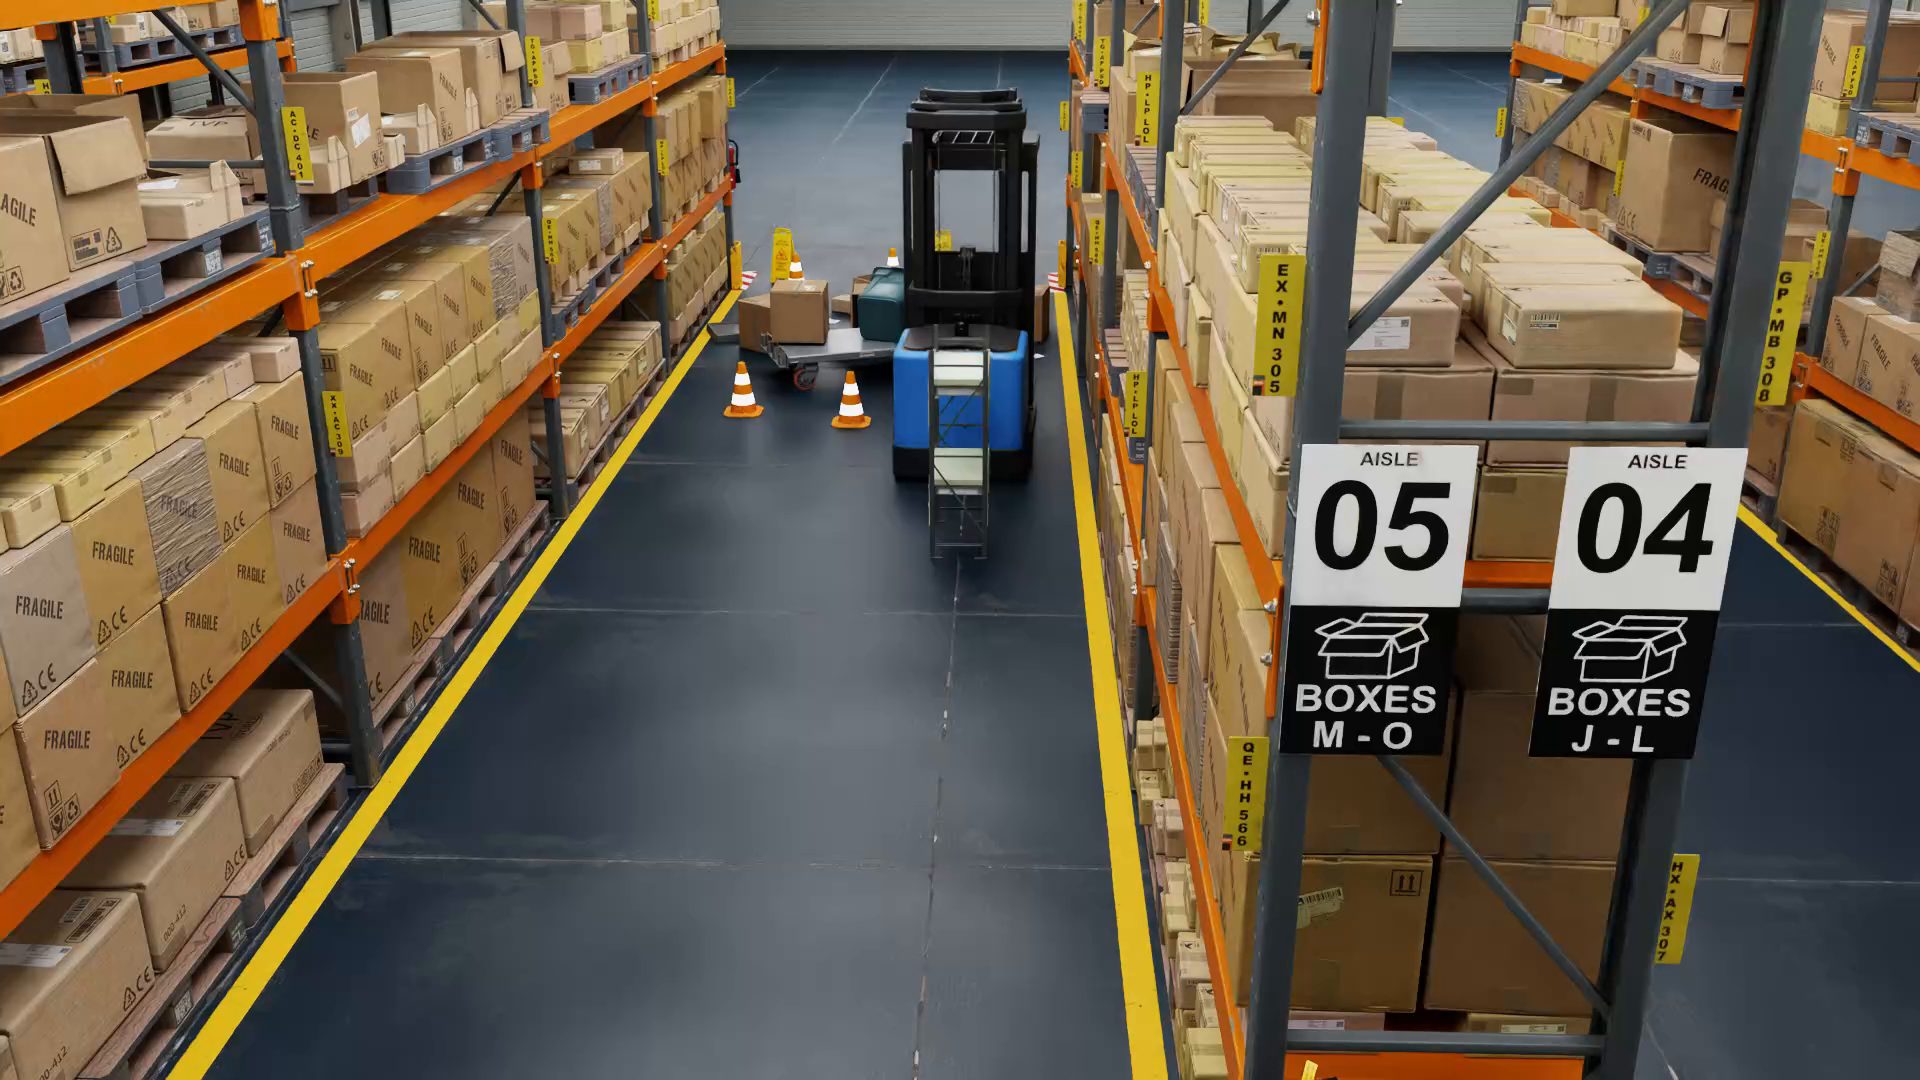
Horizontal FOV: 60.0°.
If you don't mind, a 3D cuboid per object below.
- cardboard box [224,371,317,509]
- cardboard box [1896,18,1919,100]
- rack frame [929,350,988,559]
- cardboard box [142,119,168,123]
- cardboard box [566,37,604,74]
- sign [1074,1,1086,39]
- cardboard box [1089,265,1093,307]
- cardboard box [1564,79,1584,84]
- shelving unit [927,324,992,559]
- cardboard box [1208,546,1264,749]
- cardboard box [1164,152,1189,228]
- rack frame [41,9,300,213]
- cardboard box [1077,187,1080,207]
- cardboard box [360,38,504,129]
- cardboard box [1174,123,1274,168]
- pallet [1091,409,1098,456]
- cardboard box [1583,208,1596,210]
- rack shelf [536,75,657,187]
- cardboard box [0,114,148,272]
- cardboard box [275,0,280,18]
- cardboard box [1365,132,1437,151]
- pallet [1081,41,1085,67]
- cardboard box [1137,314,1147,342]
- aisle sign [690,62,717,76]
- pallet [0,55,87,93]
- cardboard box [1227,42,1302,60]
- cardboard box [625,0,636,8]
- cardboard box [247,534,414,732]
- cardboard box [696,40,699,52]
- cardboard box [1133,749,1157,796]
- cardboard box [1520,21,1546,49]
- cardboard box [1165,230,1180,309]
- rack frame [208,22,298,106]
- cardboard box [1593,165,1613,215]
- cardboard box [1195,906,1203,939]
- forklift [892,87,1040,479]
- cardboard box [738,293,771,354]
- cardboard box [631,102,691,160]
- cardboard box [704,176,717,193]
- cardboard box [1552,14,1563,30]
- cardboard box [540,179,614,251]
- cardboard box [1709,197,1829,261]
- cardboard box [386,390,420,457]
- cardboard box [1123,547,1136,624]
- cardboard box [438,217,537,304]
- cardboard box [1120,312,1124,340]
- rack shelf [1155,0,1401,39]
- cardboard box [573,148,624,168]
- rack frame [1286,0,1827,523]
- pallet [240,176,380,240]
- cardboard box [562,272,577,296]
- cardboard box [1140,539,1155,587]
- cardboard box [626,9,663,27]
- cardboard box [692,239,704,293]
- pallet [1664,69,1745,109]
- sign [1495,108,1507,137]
[{"bbox_3d":[-3.294,-0.461,7.549,0.500,0.500,0.500,0,21,1],"label":"cardboard box"},{"bbox_3d":[6.742,-3.304,11.422,0.500,0.500,0.500,1,21,2],"label":"cardboard box"},{"bbox_3d":[-0.011,-0.569,11.423,0.400,1.500,0.023,1,21,2],"label":"rack frame"},{"bbox_3d":[-8.524,-4.414,17.812,0.380,0.149,0.250,0,21,0],"label":"cardboard box"},{"bbox_3d":[-3.223,-3.959,13.564,0.500,0.250,0.500,1,21,2],"label":"cardboard box"},{"bbox_3d":[1.083,-4.678,14.968,0.100,0.325,0.005,1,21,2],"label":"sign"},{"bbox_3d":[1.293,-2.124,13.217,0.500,0.500,0.500,0,21,1],"label":"cardboard box"},{"bbox_3d":[6.945,-4.801,18.325,0.500,0.500,0.500,1,21,2],"label":"cardboard box"},{"bbox_3d":[0.000,-0.702,11.764,0.431,1.500,0.755,1,21,2],"label":"shelving unit"},{"bbox_3d":[1.054,0.340,5.075,0.500,0.500,0.500,0,21,0],"label":"cardboard box"},{"bbox_3d":[1.140,-1.494,7.102,0.500,0.250,0.500,1,21,3],"label":"cardboard box"},{"bbox_3d":[-3.556,-2.919,7.111,1.000,3.000,0.127,1,21,2],"label":"rack frame"},{"bbox_3d":[1.681,-3.786,17.431,0.875,0.550,0.500,1,21,2],"label":"cardboard box"},{"bbox_3d":[-3.275,-2.849,10.359,0.700,0.500,0.500,0,21,-1],"label":"cardboard box"},{"bbox_3d":[1.102,-1.651,6.955,0.380,0.149,0.250,0,21,-1],"label":"cardboard box"},{"bbox_3d":[1.656,-0.974,14.248,1.003,0.211,1.213,1,21,2],"label":"pallet"},{"bbox_3d":[6.426,-3.230,16.553,0.380,0.149,0.250,1,21,2],"label":"cardboard box"},{"bbox_3d":[-3.374,-3.354,13.375,1.077,0.370,4.000,1,21,2],"label":"rack shelf"},{"bbox_3d":[-3.565,-1.323,6.283,0.797,0.503,0.637,2,21,6],"label":"cardboard box"},{"bbox_3d":[-7.923,-6.038,18.441,0.500,0.500,0.500,1,21,3],"label":"cardboard box"},{"bbox_3d":[1.695,-1.551,6.697,0.380,0.149,0.250,1,21,2],"label":"cardboard box"},{"bbox_3d":[1.673,-4.649,15.840,1.003,0.211,1.213,1,21,2],"label":"pallet"},{"bbox_3d":[1.270,-1.266,10.089,0.380,0.149,0.250,1,21,3],"label":"cardboard box"},{"bbox_3d":[-2.899,-5.692,18.957,0.394,0.787,0.004,1,21,2],"label":"aisle sign"},{"bbox_3d":[-8.288,-4.058,14.458,0.805,0.209,1.217,0,21,-1],"label":"pallet"},{"bbox_3d":[1.745,-2.738,9.595,0.396,0.266,0.258,1,21,2],"label":"cardboard box"},{"bbox_3d":[-3.483,-5.437,16.994,0.380,0.149,0.250,1,21,3],"label":"cardboard box"},{"bbox_3d":[-3.617,0.448,9.084,0.875,0.875,0.875,1,21,3],"label":"cardboard box"},{"bbox_3d":[-2.974,-5.242,17.593,0.380,0.149,0.250,0,21,1],"label":"cardboard box"},{"bbox_3d":[1.063,1.158,8.259,0.380,0.149,0.250,0,21,-1],"label":"cardboard box"},{"bbox_3d":[6.441,-5.509,18.140,0.500,0.250,0.500,1,21,3],"label":"cardboard box"},{"bbox_3d":[1.111,-1.087,6.743,0.500,0.250,0.500,0,21,1],"label":"cardboard box"},{"bbox_3d":[-8.153,-4.514,19.515,1.000,3.000,0.127,1,21,2],"label":"rack frame"},{"bbox_3d":[6.719,-3.433,16.180,0.875,0.500,0.500,1,21,2],"label":"cardboard box"},{"bbox_3d":[1.124,1.534,6.466,0.380,0.149,0.250,0,21,0],"label":"cardboard box"},{"bbox_3d":[0.098,-2.332,13.987,1.130,2.935,3.031,2,21,4],"label":"forklift"},{"bbox_3d":[-1.920,-2.223,17.062,0.500,0.500,0.500,18,27,38],"label":"cardboard box"},{"bbox_3d":[-3.045,-4.007,16.277,0.700,0.500,0.500,1,21,2],"label":"cardboard box"},{"bbox_3d":[-2.892,-3.927,18.351,0.380,0.149,0.250,1,21,3],"label":"cardboard box"},{"bbox_3d":[6.395,-5.398,17.304,0.380,0.149,0.250,1,21,1],"label":"cardboard box"},{"bbox_3d":[-3.148,-2.671,13.635,0.500,0.500,0.500,0,21,0],"label":"cardboard box"},{"bbox_3d":[6.632,-2.521,13.657,0.797,0.503,0.637,3,21,7],"label":"cardboard box"},{"bbox_3d":[-3.273,-0.630,9.021,0.500,0.250,0.500,1,21,2],"label":"cardboard box"},{"bbox_3d":[1.165,0.244,9.092,0.500,0.250,0.500,0,21,0],"label":"cardboard box"},{"bbox_3d":[-3.189,-1.891,11.235,0.500,0.500,0.500,0,21,0],"label":"cardboard box"},{"bbox_3d":[1.301,-1.469,11.435,0.380,0.149,0.250,0,21,1],"label":"cardboard box"},{"bbox_3d":[1.456,-3.102,9.131,1.077,0.370,4.000,1,21,2],"label":"rack shelf"},{"bbox_3d":[-3.109,-3.279,14.306,0.380,0.149,0.250,0,21,0],"label":"cardboard box"},{"bbox_3d":[1.273,-1.454,3.337,1.000,3.000,0.127,1,21,2],"label":"rack frame"},{"bbox_3d":[-3.578,-1.763,8.544,0.805,0.209,1.217,0,21,-1],"label":"pallet"},{"bbox_3d":[-3.142,-1.962,12.707,0.380,0.149,0.250,-1,21,-2],"label":"cardboard box"},{"bbox_3d":[1.059,0.112,7.941,0.380,0.149,0.250,1,21,4],"label":"cardboard box"},{"bbox_3d":[-2.998,-4.872,15.537,0.380,0.149,0.250,1,21,3],"label":"cardboard box"},{"bbox_3d":[-3.003,-2.869,17.461,0.500,0.500,0.500,2,21,4],"label":"cardboard box"},{"bbox_3d":[6.439,-3.619,13.322,1.213,0.211,1.003,1,21,2],"label":"pallet"},{"bbox_3d":[6.172,-4.761,18.956,0.100,0.325,0.005,1,21,2],"label":"sign"}]
